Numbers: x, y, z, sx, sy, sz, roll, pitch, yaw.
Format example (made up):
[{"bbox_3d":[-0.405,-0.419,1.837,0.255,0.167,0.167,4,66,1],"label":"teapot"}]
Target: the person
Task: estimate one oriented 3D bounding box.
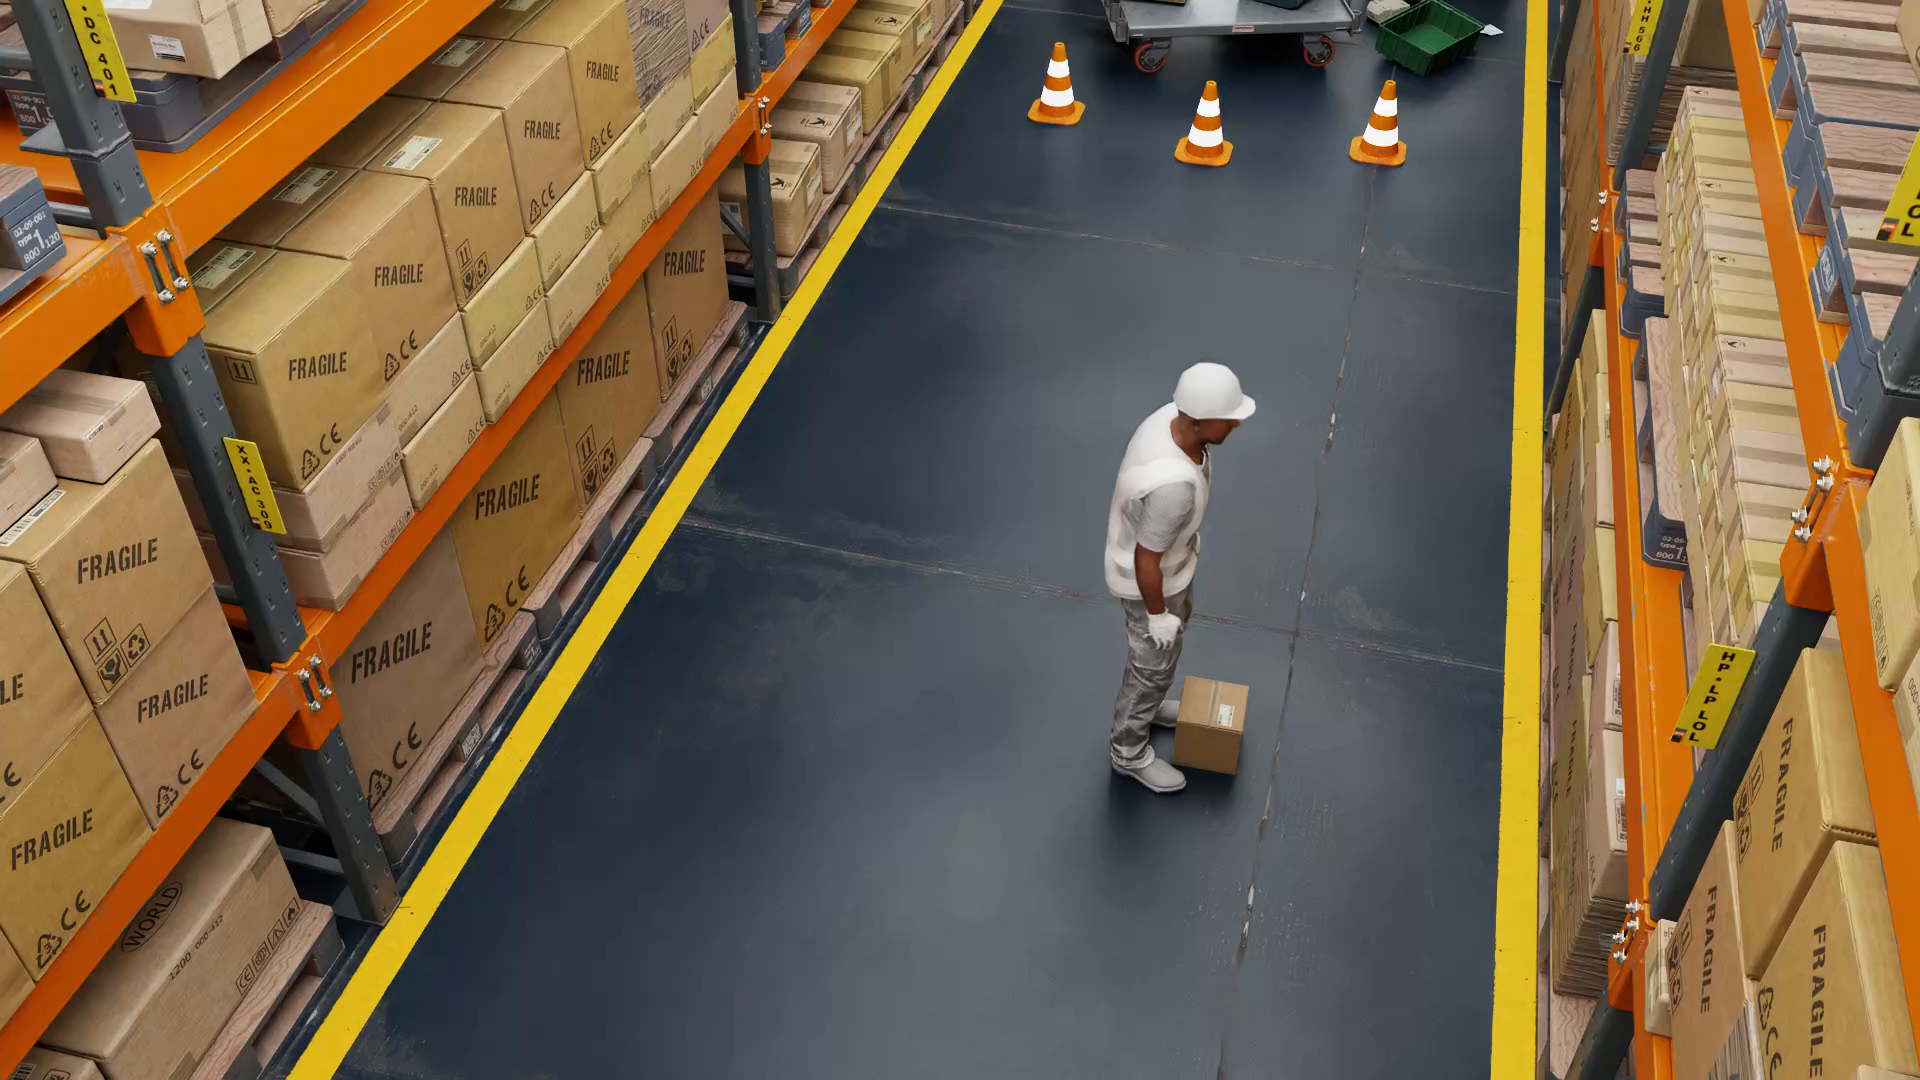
[{"bbox_3d":[0.753,0.114,6.016,0.453,1.774,0.622,10,42,11],"label":"person"}]
